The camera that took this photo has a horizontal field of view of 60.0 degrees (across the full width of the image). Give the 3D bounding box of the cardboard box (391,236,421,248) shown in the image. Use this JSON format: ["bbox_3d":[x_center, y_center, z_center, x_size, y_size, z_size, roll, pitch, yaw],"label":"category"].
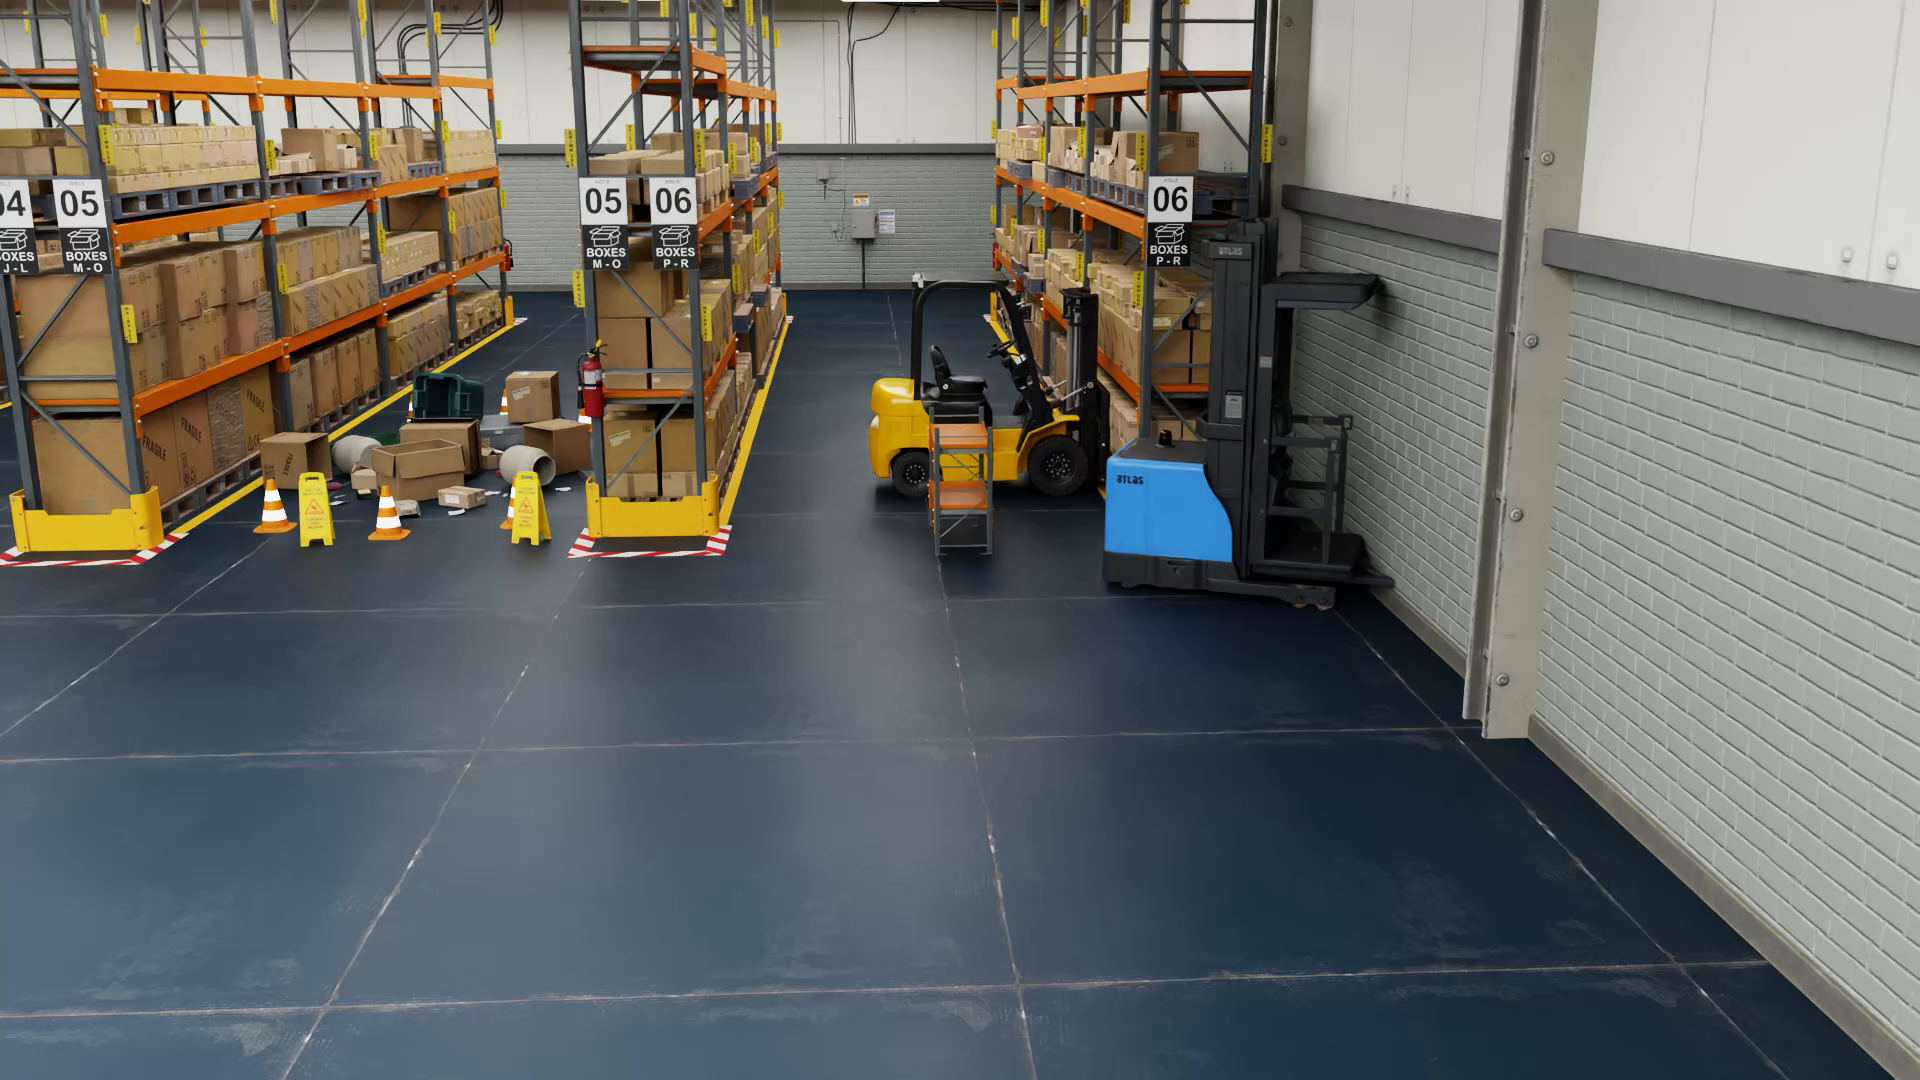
[{"bbox_3d":[-8.202,-4.404,24.592,0.380,0.149,0.250,-1,14,-5],"label":"cardboard box"}]

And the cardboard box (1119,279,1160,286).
[{"bbox_3d":[1.817,-2.558,16.847,0.380,0.149,0.250,-1,14,-3],"label":"cardboard box"}]

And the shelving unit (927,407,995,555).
[{"bbox_3d":[0.000,-0.546,14.893,0.538,1.125,1.048,-1,14,-3],"label":"shelving unit"}]

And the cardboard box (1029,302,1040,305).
[{"bbox_3d":[1.285,-3.650,26.066,0.380,0.149,0.250,-2,15,-6],"label":"cardboard box"}]

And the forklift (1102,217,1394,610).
[{"bbox_3d":[2.731,-1.028,13.138,3.031,2.935,1.130,5,15,18],"label":"forklift"}]

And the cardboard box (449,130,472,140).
[{"bbox_3d":[-8.342,-6.738,27.672,0.380,0.149,0.250,-1,14,-5],"label":"cardboard box"}]

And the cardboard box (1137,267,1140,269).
[{"bbox_3d":[2.116,-3.162,19.792,0.380,0.149,0.250,-1,14,-4],"label":"cardboard box"}]

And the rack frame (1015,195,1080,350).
[{"bbox_3d":[1.407,-4.568,26.761,1.000,3.000,0.127,-1,14,-3],"label":"rack frame"}]

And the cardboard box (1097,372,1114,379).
[{"bbox_3d":[1.641,-1.682,18.213,0.500,0.250,0.500,-1,14,-3],"label":"cardboard box"}]

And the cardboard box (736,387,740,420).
[{"bbox_3d":[-3.087,-1.562,19.509,0.950,0.372,0.625,-1,14,-3],"label":"cardboard box"}]

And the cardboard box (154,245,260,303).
[{"bbox_3d":[-7.847,-2.768,17.296,0.875,0.550,0.550,-1,14,-3],"label":"cardboard box"}]

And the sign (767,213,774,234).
[{"bbox_3d":[-3.006,-5.024,26.367,0.100,0.325,0.005,-1,14,-3],"label":"sign"}]

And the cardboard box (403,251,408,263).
[{"bbox_3d":[-8.144,-4.064,23.864,0.380,0.149,0.250,-1,14,-4],"label":"cardboard box"}]

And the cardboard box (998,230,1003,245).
[{"bbox_3d":[0.949,-5.392,29.667,0.500,0.250,0.500,-1,14,-3],"label":"cardboard box"}]

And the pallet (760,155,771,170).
[{"bbox_3d":[-3.588,-6.104,26.888,1.003,0.211,1.213,-1,14,-3],"label":"pallet"}]

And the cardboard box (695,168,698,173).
[{"bbox_3d":[-2.608,-3.440,15.262,0.380,0.149,0.250,-1,14,-3],"label":"cardboard box"}]

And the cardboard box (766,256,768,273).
[{"bbox_3d":[-3.268,-4.310,26.060,0.500,0.250,0.500,-1,14,-5],"label":"cardboard box"}]

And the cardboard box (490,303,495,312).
[{"bbox_3d":[-8.378,-4.095,29.202,0.380,0.149,0.250,-1,15,-6],"label":"cardboard box"}]

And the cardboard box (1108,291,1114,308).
[{"bbox_3d":[1.735,-2.473,17.115,0.380,0.149,0.250,-1,14,-5],"label":"cardboard box"}]

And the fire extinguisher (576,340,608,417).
[{"bbox_3d":[-3.257,-1.433,14.732,0.296,0.674,0.183,-1,14,-3],"label":"fire extinguisher"}]

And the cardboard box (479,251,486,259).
[{"bbox_3d":[-8.393,-4.932,28.679,0.380,0.149,0.250,-2,15,-6],"label":"cardboard box"}]

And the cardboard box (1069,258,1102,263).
[{"bbox_3d":[1.583,-3.468,20.983,0.380,0.149,0.250,-1,14,-3],"label":"cardboard box"}]

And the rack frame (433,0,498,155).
[{"bbox_3d":[-8.729,-8.289,29.184,1.000,3.000,0.127,-1,14,-3],"label":"rack frame"}]

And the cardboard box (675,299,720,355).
[{"bbox_3d":[-2.624,-2.076,16.278,0.500,0.500,0.500,-1,14,-5],"label":"cardboard box"}]

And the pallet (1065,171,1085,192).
[{"bbox_3d":[1.858,-4.489,20.813,1.003,0.211,1.213,0,14,-1],"label":"pallet"}]

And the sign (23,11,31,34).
[{"bbox_3d":[-13.994,-7.770,24.972,0.100,0.325,0.005,-1,14,-3],"label":"sign"}]

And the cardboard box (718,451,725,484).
[{"bbox_3d":[-2.602,-0.710,16.441,0.500,0.250,0.500,0,14,-1],"label":"cardboard box"}]

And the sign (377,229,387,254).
[{"bbox_3d":[-7.680,-3.964,22.091,0.100,0.325,0.005,-1,14,-3],"label":"sign"}]

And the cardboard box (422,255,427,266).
[{"bbox_3d":[-8.214,-4.186,24.938,0.380,0.149,0.250,-2,15,-6],"label":"cardboard box"}]

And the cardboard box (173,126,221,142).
[{"bbox_3d":[-7.581,-4.030,16.512,0.380,0.149,0.250,-1,14,-3],"label":"cardboard box"}]

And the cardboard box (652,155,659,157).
[{"bbox_3d":[-3.094,-3.621,15.965,0.380,0.149,0.250,-1,14,-5],"label":"cardboard box"}]

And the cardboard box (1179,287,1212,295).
[{"bbox_3d":[2.329,-2.370,16.118,0.380,0.149,0.250,-1,14,-3],"label":"cardboard box"}]

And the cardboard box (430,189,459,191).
[{"bbox_3d":[-8.929,-5.819,28.820,0.500,0.500,0.500,0,14,-2],"label":"cardboard box"}]

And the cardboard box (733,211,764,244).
[{"bbox_3d":[-3.218,-4.661,24.915,0.500,0.500,0.500,0,14,-2],"label":"cardboard box"}]

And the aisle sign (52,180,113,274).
[{"bbox_3d":[-7.434,-2.651,14.091,0.394,0.787,0.004,-1,14,-3],"label":"aisle sign"}]

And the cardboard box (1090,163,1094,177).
[{"bbox_3d":[1.627,-4.045,18.169,0.380,0.149,0.250,-1,14,-2],"label":"cardboard box"}]

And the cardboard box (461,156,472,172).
[{"bbox_3d":[-8.300,-6.143,27.161,0.500,0.250,0.500,0,14,-1],"label":"cardboard box"}]

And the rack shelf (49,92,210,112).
[{"bbox_3d":[-13.562,-7.198,27.190,1.077,0.370,4.000,-1,14,-3],"label":"rack shelf"}]

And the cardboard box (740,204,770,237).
[{"bbox_3d":[-3.335,-5.145,26.797,0.500,0.500,0.500,-1,14,-3],"label":"cardboard box"}]

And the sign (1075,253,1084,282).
[{"bbox_3d":[1.361,-3.090,18.852,0.100,0.325,0.005,-1,14,-3],"label":"sign"}]

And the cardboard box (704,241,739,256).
[{"bbox_3d":[-2.728,-3.333,19.020,0.380,0.149,0.250,-1,14,-4],"label":"cardboard box"}]

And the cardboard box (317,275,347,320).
[{"bbox_3d":[-7.841,-2.959,20.306,0.500,0.500,0.500,-1,14,-3],"label":"cardboard box"}]

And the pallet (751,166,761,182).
[{"bbox_3d":[-3.392,-5.016,22.862,1.213,0.211,1.003,0,14,-1],"label":"pallet"}]

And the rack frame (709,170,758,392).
[{"bbox_3d":[-3.299,-3.496,22.593,1.000,3.000,0.127,-1,14,-3],"label":"rack frame"}]

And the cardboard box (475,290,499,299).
[{"bbox_3d":[-8.444,-4.367,29.664,0.380,0.149,0.250,-1,14,-3],"label":"cardboard box"}]

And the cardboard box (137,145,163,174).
[{"bbox_3d":[-7.544,-3.431,14.981,0.500,0.250,0.500,-1,14,-4],"label":"cardboard box"}]

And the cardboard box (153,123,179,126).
[{"bbox_3d":[-13.686,-6.815,28.230,0.700,0.500,0.500,-1,14,-5],"label":"cardboard box"}]

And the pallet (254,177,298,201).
[{"bbox_3d":[-8.092,-3.987,18.866,0.805,0.209,1.217,-1,15,-6],"label":"pallet"}]

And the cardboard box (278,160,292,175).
[{"bbox_3d":[-7.802,-4.244,18.942,0.250,0.149,0.380,-1,14,-3],"label":"cardboard box"}]

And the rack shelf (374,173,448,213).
[{"bbox_3d":[-8.358,-4.996,23.848,1.077,0.370,4.000,-1,14,-3],"label":"rack shelf"}]

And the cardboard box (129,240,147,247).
[{"bbox_3d":[-13.213,-4.895,26.232,0.500,0.500,0.500,-1,14,-3],"label":"cardboard box"}]

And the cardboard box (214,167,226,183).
[{"bbox_3d":[-7.581,-3.644,16.610,0.380,0.149,0.250,-1,14,-3],"label":"cardboard box"}]

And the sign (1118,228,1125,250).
[{"bbox_3d":[2.208,-4.143,22.787,0.100,0.325,0.005,-1,14,-3],"label":"sign"}]

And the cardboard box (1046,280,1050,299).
[{"bbox_3d":[1.438,-3.387,22.470,0.500,0.250,0.500,-1,14,-3],"label":"cardboard box"}]

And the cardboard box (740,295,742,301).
[{"bbox_3d":[-2.859,-2.983,20.261,0.380,0.149,0.250,-1,14,-3],"label":"cardboard box"}]

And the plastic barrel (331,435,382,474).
[{"bbox_3d":[-6.385,-0.893,17.649,0.512,0.421,0.421,10,18,35],"label":"plastic barrel"}]

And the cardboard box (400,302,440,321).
[{"bbox_3d":[-8.165,-3.436,25.028,0.500,0.250,0.500,0,14,-1],"label":"cardboard box"}]
